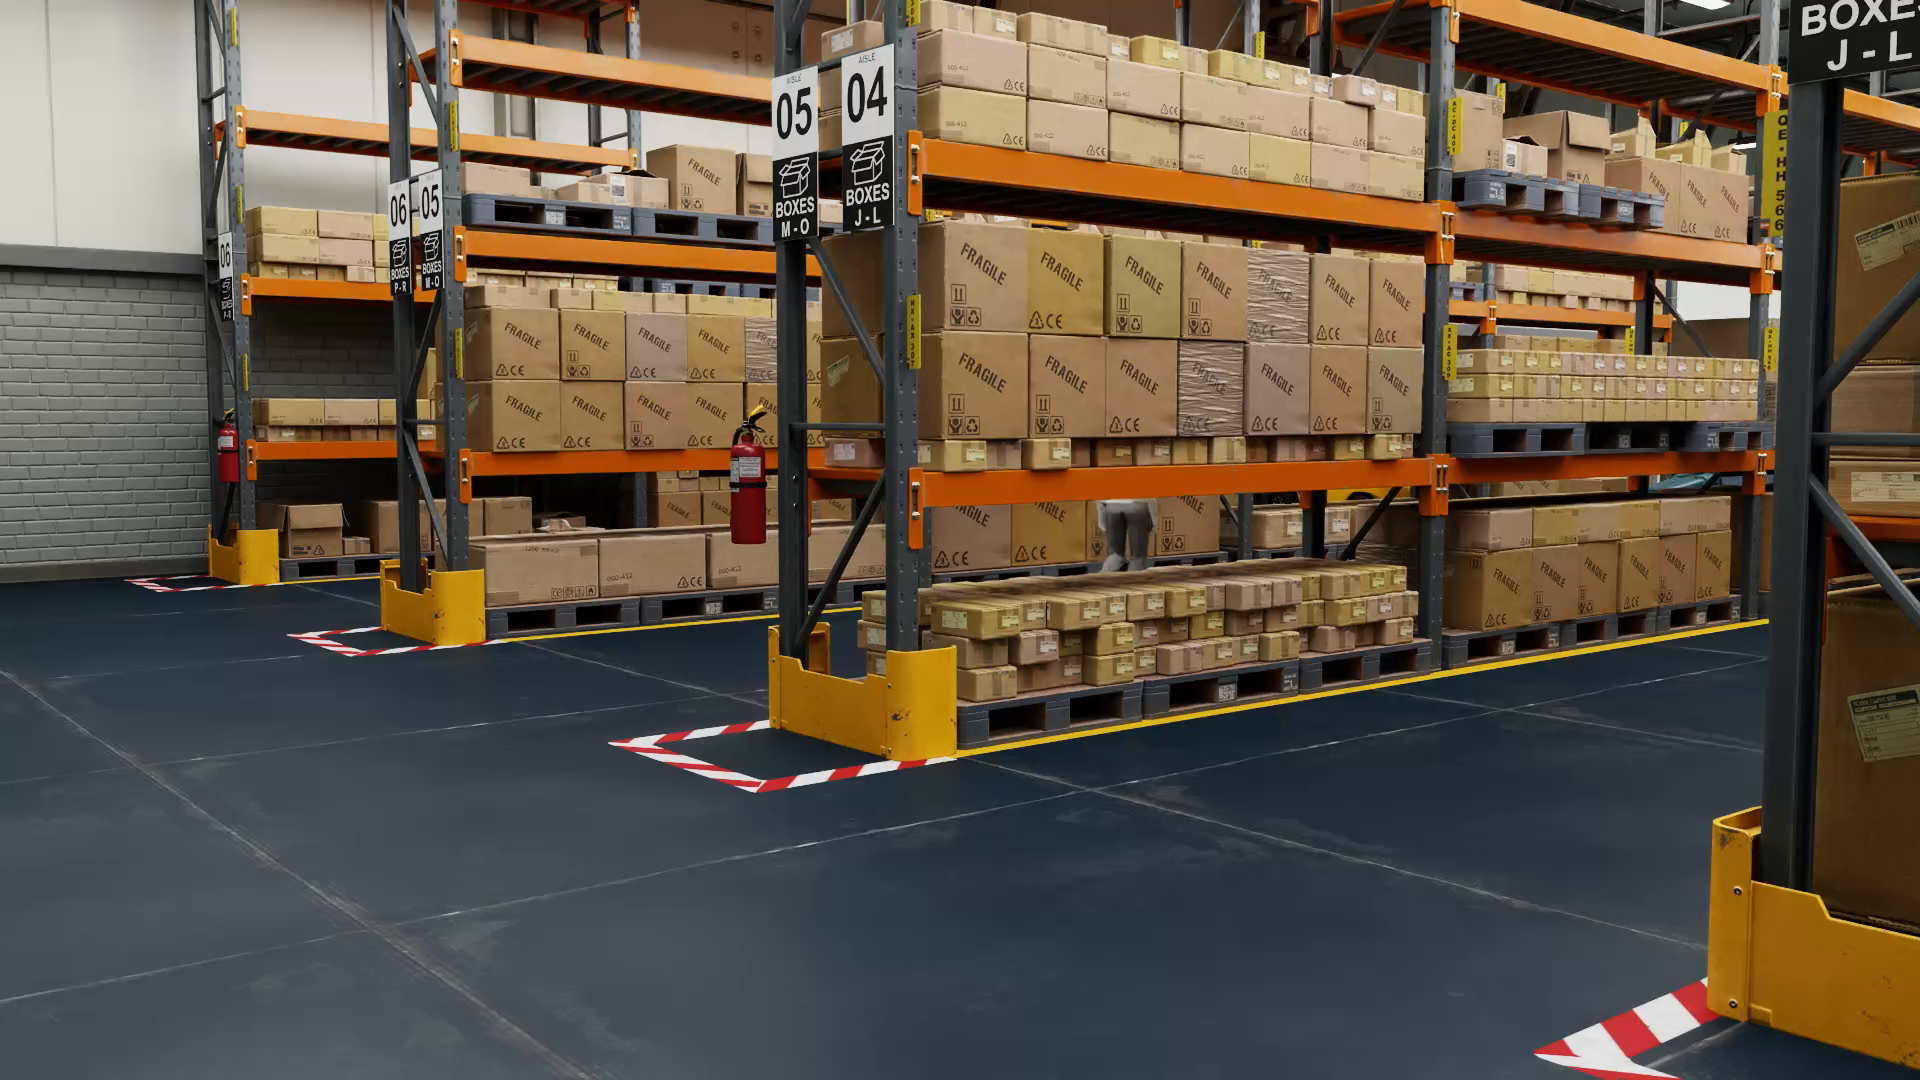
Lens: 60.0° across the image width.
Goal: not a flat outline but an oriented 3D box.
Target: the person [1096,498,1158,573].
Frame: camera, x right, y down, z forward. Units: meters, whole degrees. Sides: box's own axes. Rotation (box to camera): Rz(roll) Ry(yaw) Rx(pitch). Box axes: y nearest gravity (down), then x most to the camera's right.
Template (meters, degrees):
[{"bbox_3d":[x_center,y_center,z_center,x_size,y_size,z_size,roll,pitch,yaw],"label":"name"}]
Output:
[{"bbox_3d":[1.200,-0.223,12.140,0.487,1.679,0.451,3,5,31],"label":"person"}]
